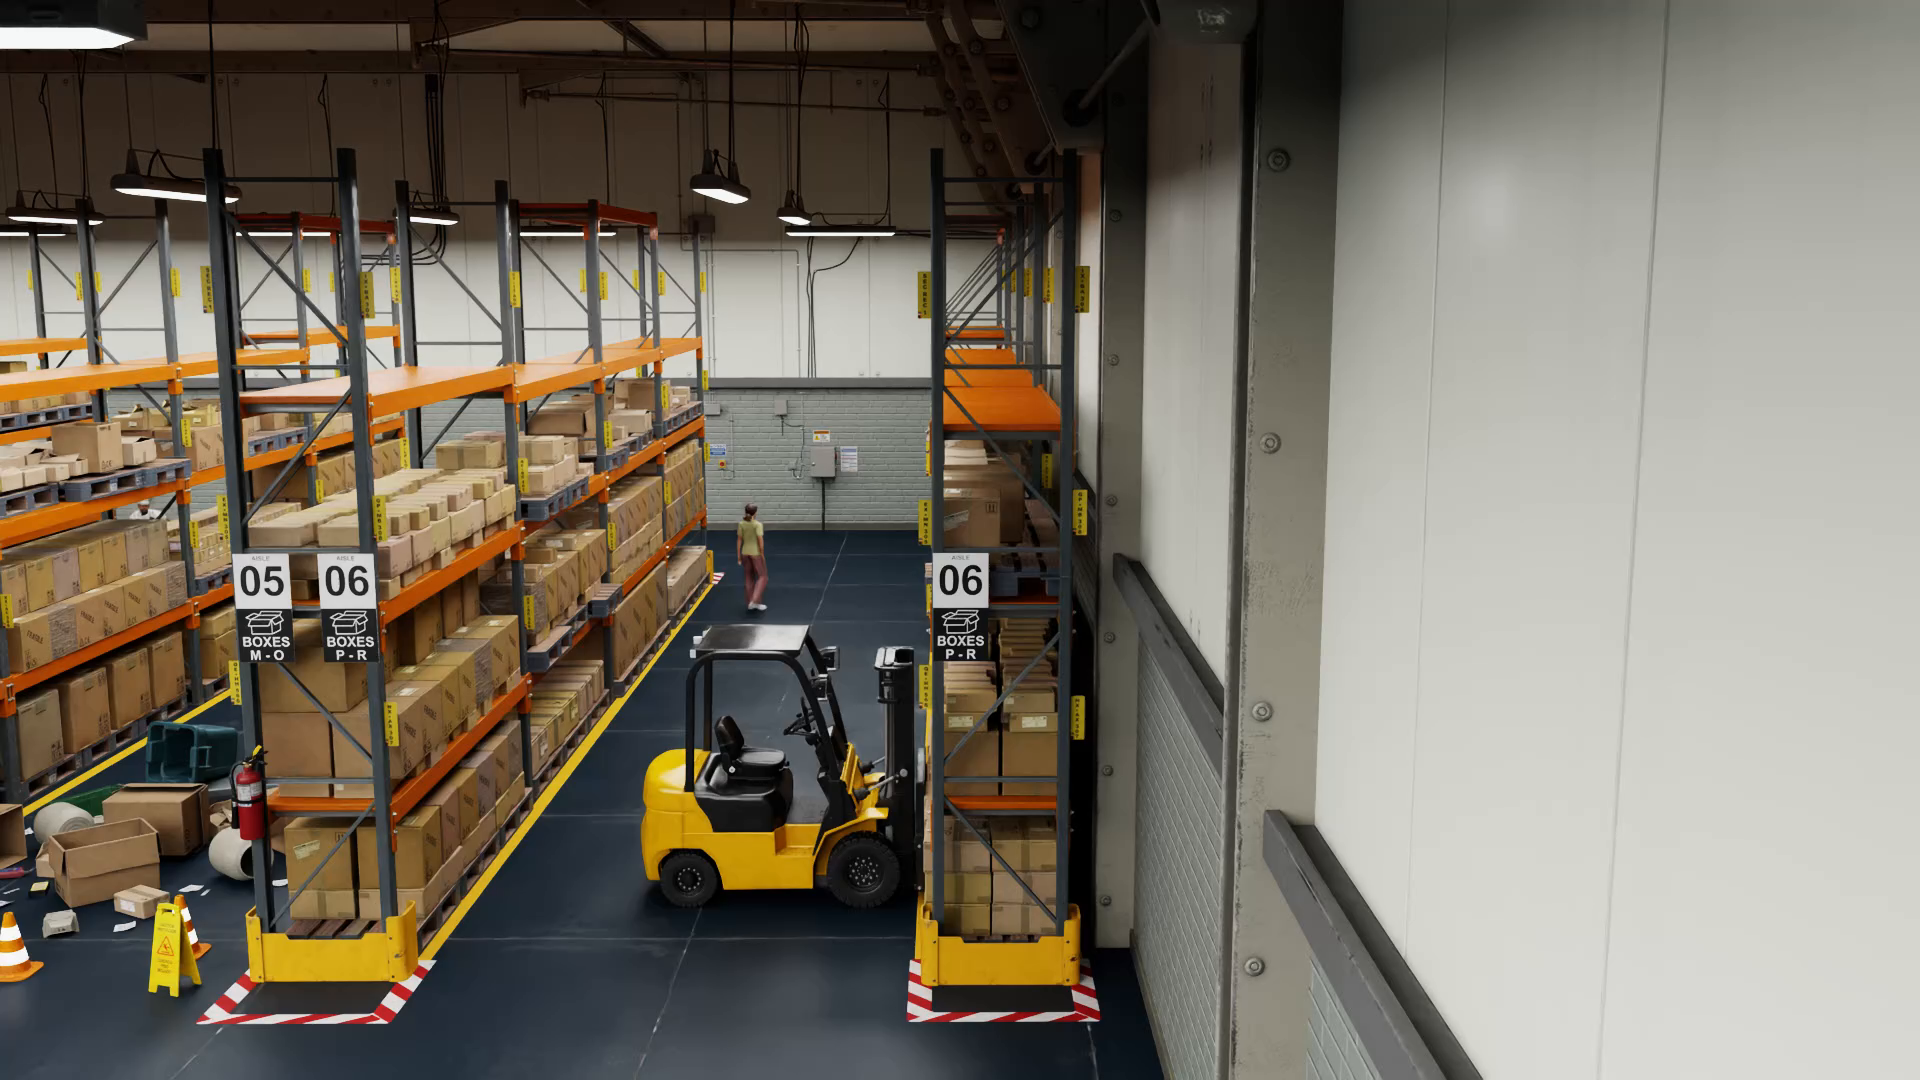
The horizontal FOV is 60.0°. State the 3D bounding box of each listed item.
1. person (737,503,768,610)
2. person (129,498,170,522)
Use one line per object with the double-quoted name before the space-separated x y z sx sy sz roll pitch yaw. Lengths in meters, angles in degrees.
"person" -3.211 0.263 25.608 0.490 1.668 0.508 4 10 23
"person" -13.223 0.048 27.174 0.513 1.592 0.728 1 9 7
